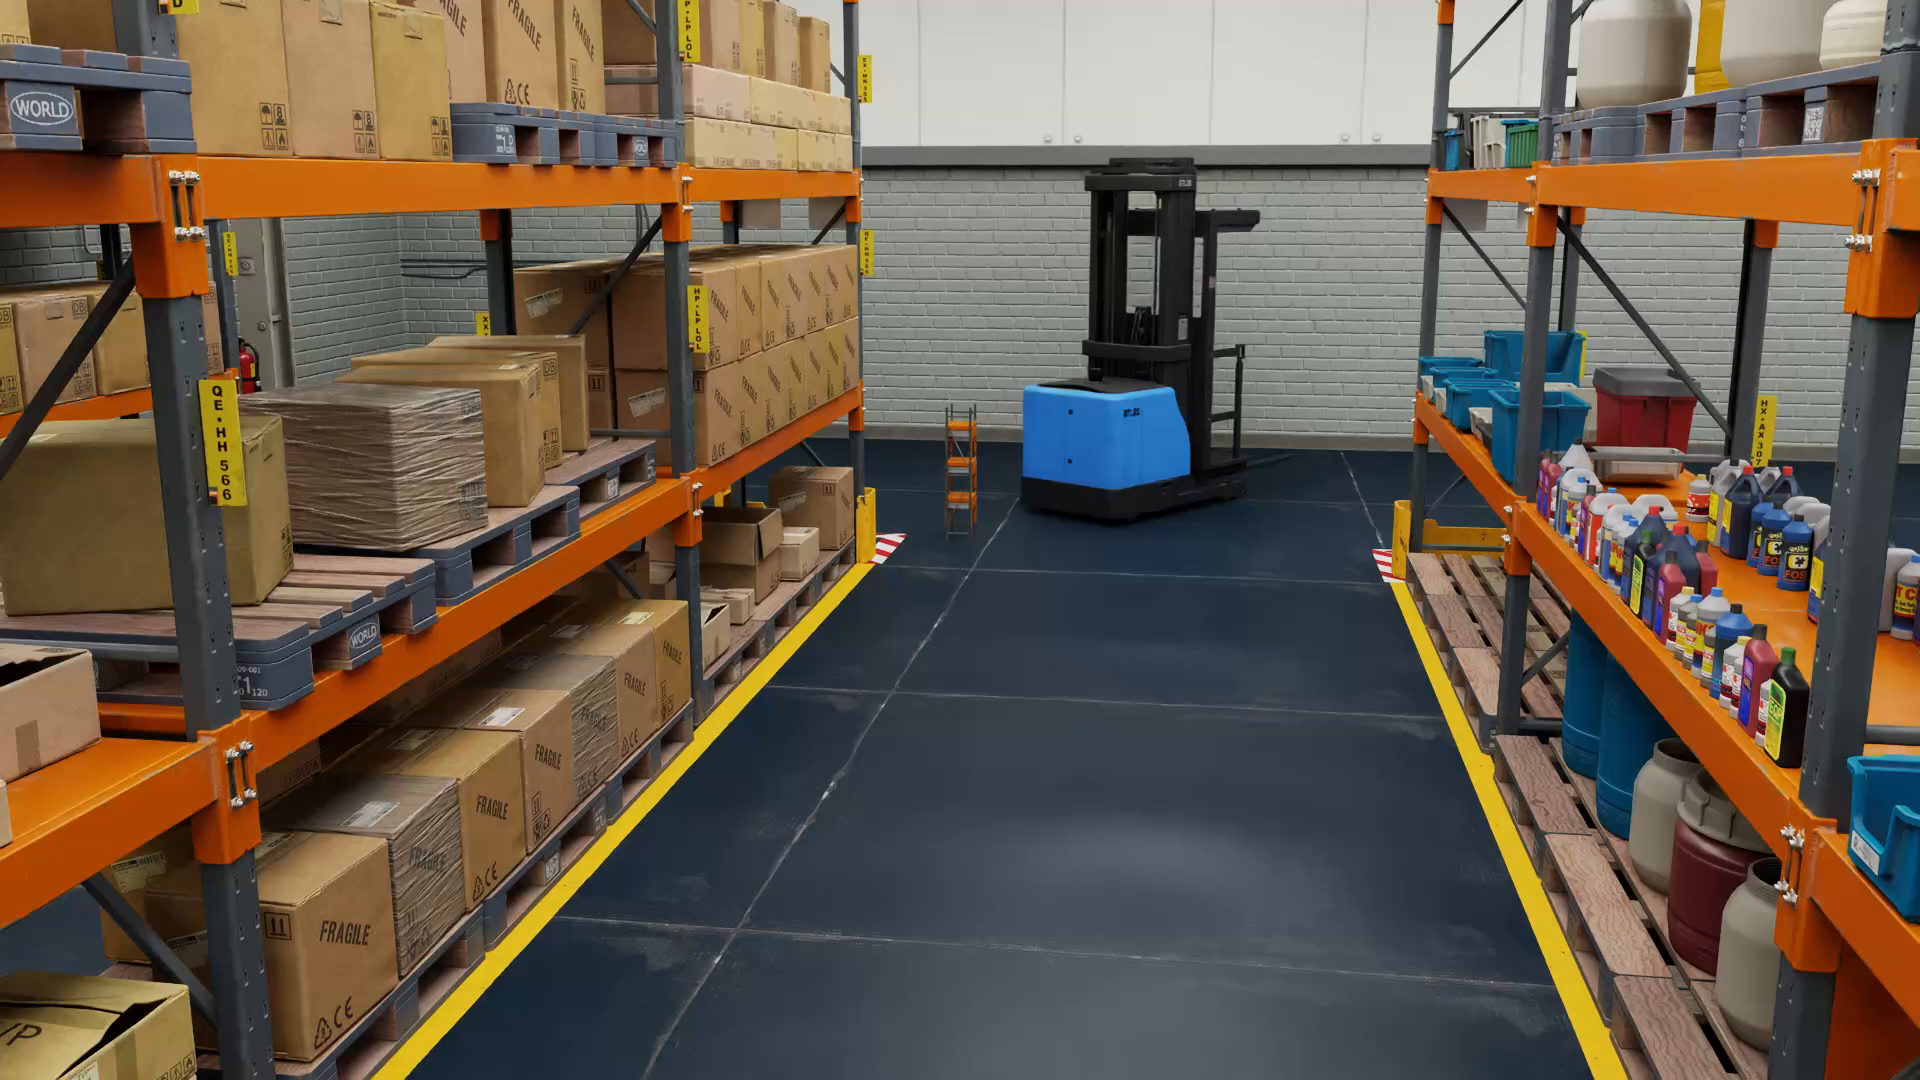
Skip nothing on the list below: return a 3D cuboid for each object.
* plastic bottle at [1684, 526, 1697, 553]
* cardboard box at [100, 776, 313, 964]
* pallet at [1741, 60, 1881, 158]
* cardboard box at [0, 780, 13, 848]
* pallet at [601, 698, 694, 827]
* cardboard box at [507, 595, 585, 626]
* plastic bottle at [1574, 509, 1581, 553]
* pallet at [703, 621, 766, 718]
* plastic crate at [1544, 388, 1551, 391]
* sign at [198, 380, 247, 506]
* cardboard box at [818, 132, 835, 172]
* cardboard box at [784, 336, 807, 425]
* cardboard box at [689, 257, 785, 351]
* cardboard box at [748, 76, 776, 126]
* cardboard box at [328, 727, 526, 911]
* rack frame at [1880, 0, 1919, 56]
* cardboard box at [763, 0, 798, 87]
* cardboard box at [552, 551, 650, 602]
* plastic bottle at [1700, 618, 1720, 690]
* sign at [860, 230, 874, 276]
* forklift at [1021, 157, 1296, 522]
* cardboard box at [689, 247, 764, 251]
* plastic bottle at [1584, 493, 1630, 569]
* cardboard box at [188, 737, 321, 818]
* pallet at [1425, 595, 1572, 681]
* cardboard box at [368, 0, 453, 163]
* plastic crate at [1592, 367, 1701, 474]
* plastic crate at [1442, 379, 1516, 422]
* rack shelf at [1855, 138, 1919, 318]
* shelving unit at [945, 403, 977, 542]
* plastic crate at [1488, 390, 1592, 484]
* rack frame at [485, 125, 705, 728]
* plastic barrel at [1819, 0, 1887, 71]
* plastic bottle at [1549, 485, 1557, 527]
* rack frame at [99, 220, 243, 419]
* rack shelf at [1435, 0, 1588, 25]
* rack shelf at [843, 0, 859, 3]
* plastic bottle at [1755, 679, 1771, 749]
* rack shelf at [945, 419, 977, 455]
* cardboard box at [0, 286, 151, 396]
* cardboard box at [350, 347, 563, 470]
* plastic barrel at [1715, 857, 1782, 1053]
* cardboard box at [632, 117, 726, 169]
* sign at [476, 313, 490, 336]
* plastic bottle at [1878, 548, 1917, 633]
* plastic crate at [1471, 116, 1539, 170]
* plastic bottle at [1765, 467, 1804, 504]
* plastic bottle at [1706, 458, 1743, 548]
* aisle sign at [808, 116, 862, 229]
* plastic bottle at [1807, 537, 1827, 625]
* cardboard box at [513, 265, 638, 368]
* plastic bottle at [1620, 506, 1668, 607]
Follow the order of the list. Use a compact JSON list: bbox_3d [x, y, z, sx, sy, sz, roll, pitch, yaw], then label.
[{"bbox_3d":[2.506,0.086,5.782,0.097,0.271,0.097,0,12,0],"label":"plastic bottle"},{"bbox_3d":[-2.533,1.105,5.634,0.500,0.500,0.500,2,12,11],"label":"cardboard box"},{"bbox_3d":[2.663,-1.068,4.158,1.003,0.211,1.213,2,12,9],"label":"pallet"},{"bbox_3d":[-2.310,0.620,3.595,0.380,0.149,0.250,2,12,9],"label":"cardboard box"},{"bbox_3d":[-1.917,1.002,7.845,1.003,0.211,1.213,2,12,9],"label":"pallet"},{"bbox_3d":[-2.145,0.568,8.129,0.500,0.500,0.500,1,12,6],"label":"cardboard box"},{"bbox_3d":[2.485,-0.050,6.576,0.097,0.201,0.097,0,12,0],"label":"plastic bottle"},{"bbox_3d":[-1.723,0.688,9.299,1.003,0.211,1.213,2,12,9],"label":"pallet"},{"bbox_3d":[3.674,-0.868,10.386,0.396,0.136,0.243,2,12,9],"label":"plastic crate"},{"bbox_3d":[-1.896,-0.248,4.276,0.100,0.325,0.005,2,12,9],"label":"sign"},{"bbox_3d":[-1.121,-2.539,10.889,0.500,0.250,0.500,2,12,9],"label":"cardboard box"},{"bbox_3d":[-1.250,-0.995,10.252,0.500,0.500,0.500,2,12,8],"label":"cardboard box"},{"bbox_3d":[-1.321,-1.373,9.634,0.500,0.500,0.500,2,12,7],"label":"cardboard box"},{"bbox_3d":[-1.346,-2.471,9.386,0.500,0.250,0.500,2,12,9],"label":"cardboard box"},{"bbox_3d":[-1.935,1.009,6.083,0.500,0.500,0.500,2,12,8],"label":"cardboard box"},{"bbox_3d":[2.449,-2.471,3.098,1.000,3.000,0.127,2,12,9],"label":"rack frame"},{"bbox_3d":[-1.409,-3.052,10.306,0.700,0.500,0.500,2,12,9],"label":"cardboard box"},{"bbox_3d":[-2.022,0.347,9.152,0.500,0.500,0.500,2,12,9],"label":"cardboard box"},{"bbox_3d":[2.206,0.329,4.820,0.097,0.201,0.097,0,12,0],"label":"plastic bottle"},{"bbox_3d":[-0.669,-2.063,11.948,0.100,0.325,0.005,2,12,9],"label":"sign"},{"bbox_3d":[1.888,-1.831,14.533,1.130,2.935,3.031,11,16,42],"label":"forklift"},{"bbox_3d":[-1.616,-1.710,11.195,0.500,0.500,0.500,2,12,9],"label":"cardboard box"},{"bbox_3d":[2.474,-0.033,6.323,0.152,0.276,0.135,2,12,9],"label":"plastic bottle"},{"bbox_3d":[-2.528,0.727,5.610,0.500,0.250,0.500,2,12,11],"label":"cardboard box"},{"bbox_3d":[3.324,0.583,9.786,1.003,0.211,1.213,2,12,9],"label":"pallet"},{"bbox_3d":[-2.253,-1.521,5.573,0.910,0.500,0.500,2,12,9],"label":"cardboard box"},{"bbox_3d":[3.449,-0.609,8.406,0.402,0.464,0.583,2,12,9],"label":"plastic crate"},{"bbox_3d":[3.114,-0.836,10.008,0.416,0.233,0.300,2,12,9],"label":"plastic crate"},{"bbox_3d":[2.141,-0.236,1.558,1.077,0.370,4.000,2,12,9],"label":"rack shelf"},{"bbox_3d":[0.008,-0.524,12.934,0.215,1.050,0.252,2,12,9],"label":"shelving unit"},{"bbox_3d":[2.799,-0.501,8.092,0.392,0.384,0.575,2,12,9],"label":"plastic crate"},{"bbox_3d":[-1.830,-0.532,8.342,1.000,3.000,0.127,2,12,9],"label":"rack frame"},{"bbox_3d":[2.469,-1.370,4.442,0.301,0.262,0.301,0,12,0],"label":"plastic barrel"},{"bbox_3d":[2.566,-0.159,7.082,0.097,0.201,0.097,0,12,0],"label":"plastic bottle"},{"bbox_3d":[-6.110,-1.524,12.947,1.000,3.000,0.127,2,12,9],"label":"rack frame"},{"bbox_3d":[3.372,-3.173,9.012,1.077,0.370,4.000,2,12,9],"label":"rack shelf"},{"bbox_3d":[-1.522,-3.528,9.718,1.077,0.370,4.000,2,12,9],"label":"rack shelf"},{"bbox_3d":[2.126,0.438,4.315,0.097,0.201,0.097,0,12,0],"label":"plastic bottle"},{"bbox_3d":[0.008,-0.791,12.877,0.215,0.259,0.240,2,12,9],"label":"rack shelf"},{"bbox_3d":[-6.279,-1.413,11.717,0.980,0.700,0.700,2,12,8],"label":"cardboard box"},{"bbox_3d":[-2.167,-0.550,7.190,0.700,0.500,0.500,4,13,18],"label":"cardboard box"},{"bbox_3d":[2.506,1.250,4.982,0.421,0.512,0.421,0,12,0],"label":"plastic barrel"},{"bbox_3d":[-1.510,-2.018,8.475,0.500,0.250,0.500,2,12,9],"label":"cardboard box"},{"bbox_3d":[-2.367,-0.971,8.325,0.100,0.325,0.005,2,12,9],"label":"sign"},{"bbox_3d":[3.048,0.154,5.452,0.152,0.276,0.135,2,12,9],"label":"plastic bottle"},{"bbox_3d":[3.034,-2.161,9.060,0.437,0.282,0.530,2,12,9],"label":"plastic crate"},{"bbox_3d":[3.218,-0.106,6.484,0.144,0.351,0.185,2,12,9],"label":"plastic bottle"},{"bbox_3d":[3.104,-0.149,6.684,0.144,0.351,0.185,2,12,9],"label":"plastic bottle"},{"bbox_3d":[-0.901,-2.640,11.952,0.394,0.787,0.004,2,12,9],"label":"aisle sign"},{"bbox_3d":[2.906,0.108,5.491,0.144,0.351,0.185,2,12,9],"label":"plastic bottle"},{"bbox_3d":[-2.008,-1.183,8.754,0.500,0.500,0.500,2,12,9],"label":"cardboard box"},{"bbox_3d":[2.380,0.052,5.749,0.144,0.351,0.185,2,12,9],"label":"plastic bottle"}]
